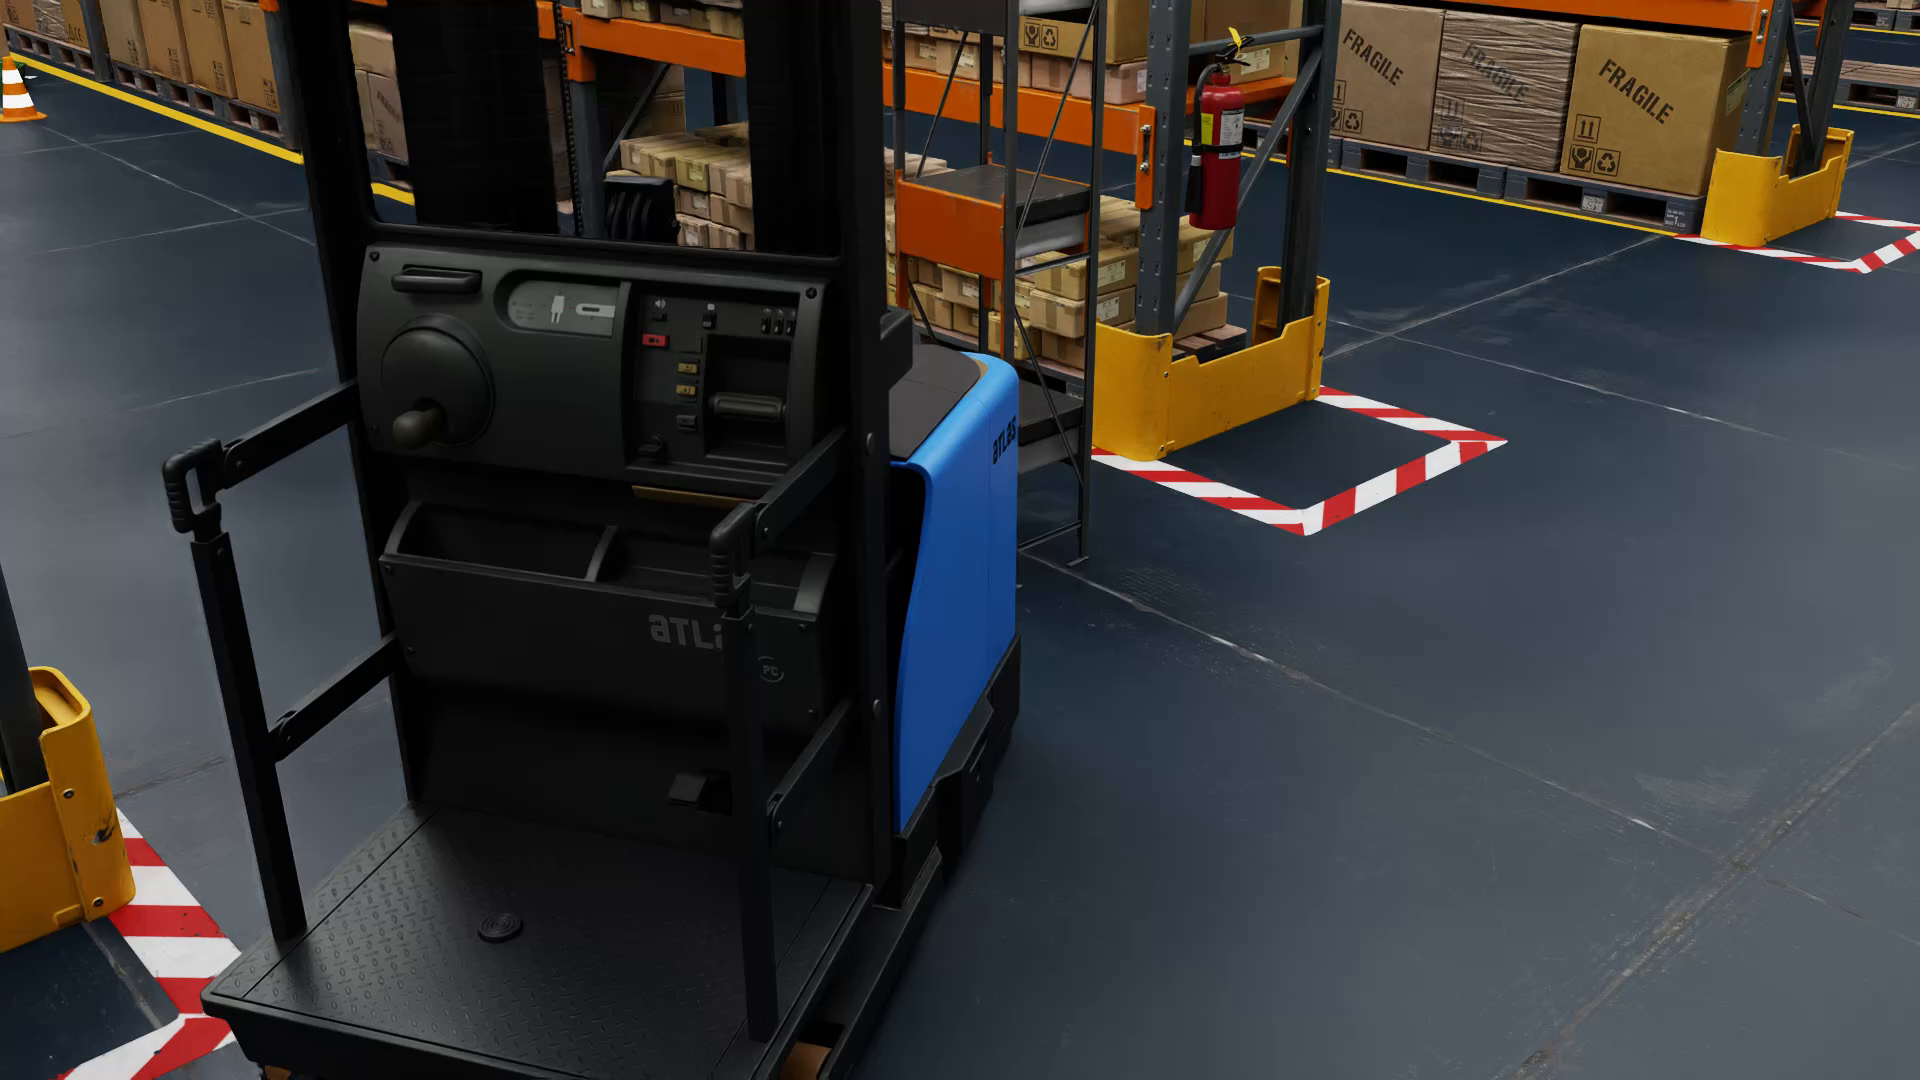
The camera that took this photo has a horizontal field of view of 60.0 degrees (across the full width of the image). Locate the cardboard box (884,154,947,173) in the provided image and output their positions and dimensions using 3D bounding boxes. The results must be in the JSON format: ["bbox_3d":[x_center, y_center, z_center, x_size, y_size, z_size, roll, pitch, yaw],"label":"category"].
[{"bbox_3d":[-0.285,-1.818,8.333,0.250,0.149,0.380,22,33,40],"label":"cardboard box"}]

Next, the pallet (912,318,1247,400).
[{"bbox_3d":[0.489,-0.860,7.381,1.003,0.211,1.213,-21,32,-38],"label":"pallet"}]

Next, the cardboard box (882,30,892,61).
[{"bbox_3d":[-0.175,-2.169,7.193,0.250,0.149,0.380,22,33,40],"label":"cardboard box"}]

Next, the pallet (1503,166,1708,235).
[{"bbox_3d":[4.157,-2.177,10.268,1.003,0.211,1.213,-21,32,-38],"label":"pallet"}]

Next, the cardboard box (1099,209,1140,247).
[{"bbox_3d":[0.684,-1.319,7.238,0.380,0.149,0.250,-21,32,-38],"label":"cardboard box"}]

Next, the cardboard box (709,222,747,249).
[{"bbox_3d":[-1.049,-1.550,8.462,0.380,0.149,0.250,-22,33,-39],"label":"cardboard box"}]

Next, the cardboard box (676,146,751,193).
[{"bbox_3d":[-1.225,-1.900,8.513,0.380,0.149,0.250,-22,32,-39],"label":"cardboard box"}]

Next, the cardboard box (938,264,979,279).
[{"bbox_3d":[0.124,-1.237,7.061,0.380,0.149,0.250,-22,33,-40],"label":"cardboard box"}]

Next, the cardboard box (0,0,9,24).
[{"bbox_3d":[-9.354,-5.735,16.760,0.875,0.875,0.875,-21,32,-38],"label":"cardboard box"}]

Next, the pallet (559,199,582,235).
[{"bbox_3d":[-2.197,-2.028,9.941,1.003,0.211,1.213,-21,32,-38],"label":"pallet"}]

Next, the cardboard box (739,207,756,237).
[{"bbox_3d":[-0.865,-1.603,8.219,0.380,0.149,0.250,-19,31,-36],"label":"cardboard box"}]

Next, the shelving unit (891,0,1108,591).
[{"bbox_3d":[0.113,-0.905,5.204,0.431,2.100,0.503,-21,32,-38],"label":"shelving unit"}]

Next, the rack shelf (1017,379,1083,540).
[{"bbox_3d":[0.113,-0.256,5.500,0.431,0.518,0.480,-21,32,-38],"label":"rack shelf"}]

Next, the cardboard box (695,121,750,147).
[{"bbox_3d":[-1.230,-2.192,9.153,0.380,0.149,0.250,-20,31,-37],"label":"cardboard box"}]

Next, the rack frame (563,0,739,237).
[{"bbox_3d":[-1.663,-3.061,8.846,1.000,3.000,0.127,-21,32,-38],"label":"rack frame"}]

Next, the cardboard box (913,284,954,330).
[{"bbox_3d":[0.013,-1.069,7.407,0.380,0.149,0.250,-21,32,-38],"label":"cardboard box"}]

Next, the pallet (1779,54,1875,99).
[{"bbox_3d":[7.011,-3.993,14.248,1.003,0.211,1.213,-21,32,-38],"label":"pallet"}]

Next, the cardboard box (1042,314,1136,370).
[{"bbox_3d":[0.559,-0.844,6.914,0.380,0.149,0.250,-21,32,-38],"label":"cardboard box"}]

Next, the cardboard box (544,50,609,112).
[{"bbox_3d":[-2.357,-2.610,9.460,0.500,0.250,0.500,-22,33,-40],"label":"cardboard box"}]

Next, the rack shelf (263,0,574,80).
[{"bbox_3d":[-3.030,-3.340,10.324,1.077,0.370,4.000,-21,32,-38],"label":"rack shelf"}]

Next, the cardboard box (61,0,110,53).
[{"bbox_3d":[-7.510,-4.920,14.974,0.875,0.875,0.875,-21,32,-38],"label":"cardboard box"}]

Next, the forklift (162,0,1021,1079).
[{"bbox_3d":[-0.748,-0.294,2.863,1.130,2.935,3.031,7,25,15],"label":"forklift"}]

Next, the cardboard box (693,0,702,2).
[{"bbox_3d":[-1.165,-2.873,7.954,0.500,0.500,0.500,-21,32,-38],"label":"cardboard box"}]

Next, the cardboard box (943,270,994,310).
[{"bbox_3d":[0.145,-1.115,7.150,0.250,0.149,0.380,22,33,40],"label":"cardboard box"}]

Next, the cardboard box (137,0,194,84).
[{"bbox_3d":[-5.985,-4.197,13.540,1.050,0.750,0.750,-21,32,-38],"label":"cardboard box"}]

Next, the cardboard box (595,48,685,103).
[{"bbox_3d":[-1.976,-2.755,9.777,0.500,0.250,0.500,22,33,39],"label":"cardboard box"}]

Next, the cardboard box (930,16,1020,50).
[{"bbox_3d":[0.227,-2.251,6.591,0.500,0.500,0.500,-22,32,-39],"label":"cardboard box"}]

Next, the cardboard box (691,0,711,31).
[{"bbox_3d":[-1.076,-2.561,8.053,0.250,0.149,0.380,22,33,39],"label":"cardboard box"}]

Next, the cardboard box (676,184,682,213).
[{"bbox_3d":[-1.411,-1.839,8.737,0.380,0.149,0.250,-21,32,-38],"label":"cardboard box"}]

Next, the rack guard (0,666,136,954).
[{"bbox_3d":[-2.457,0.730,3.548,1.175,0.500,0.348,-21,32,-38],"label":"rack guard"}]

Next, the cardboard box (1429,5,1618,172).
[{"bbox_3d":[3.642,-2.897,10.541,0.875,0.875,0.875,-21,32,-38],"label":"cardboard box"}]

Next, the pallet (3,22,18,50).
[{"bbox_3d":[-9.262,-5.208,16.912,1.003,0.211,1.213,-21,32,-38],"label":"pallet"}]

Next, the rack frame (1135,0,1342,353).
[{"bbox_3d":[1.071,-1.849,6.190,1.000,3.000,0.127,-21,32,-38],"label":"rack frame"}]

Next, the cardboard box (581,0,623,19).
[{"bbox_3d":[-1.709,-2.768,8.507,0.380,0.149,0.250,-20,31,-37],"label":"cardboard box"}]

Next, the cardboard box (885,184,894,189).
[{"bbox_3d":[-0.530,-1.582,7.816,0.380,0.149,0.250,-21,32,-38],"label":"cardboard box"}]

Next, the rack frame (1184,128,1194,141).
[{"bbox_3d":[2.026,-4.438,11.864,1.000,3.000,0.127,-21,32,-38],"label":"rack frame"}]

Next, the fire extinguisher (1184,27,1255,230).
[{"bbox_3d":[0.906,-1.437,5.829,0.296,0.674,0.183,-21,32,-38],"label":"fire extinguisher"}]

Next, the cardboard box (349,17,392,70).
[{"bbox_3d":[-3.756,-3.237,10.834,0.500,0.250,0.500,-22,32,-39],"label":"cardboard box"}]

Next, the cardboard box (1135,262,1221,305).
[{"bbox_3d":[0.900,-1.110,7.140,0.380,0.149,0.250,-20,31,-36],"label":"cardboard box"}]

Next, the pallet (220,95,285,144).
[{"bbox_3d":[-4.881,-3.265,12.652,1.003,0.211,1.213,-21,32,-38],"label":"pallet"}]

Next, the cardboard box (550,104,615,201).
[{"bbox_3d":[-2.353,-2.268,9.613,0.500,0.500,0.500,-22,32,-39],"label":"cardboard box"}]

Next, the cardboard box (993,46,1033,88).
[{"bbox_3d":[0.316,-1.911,6.628,0.380,0.149,0.250,-22,32,-39],"label":"cardboard box"}]

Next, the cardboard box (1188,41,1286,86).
[{"bbox_3d":[1.088,-1.926,6.661,0.380,0.149,0.250,-22,32,-39],"label":"cardboard box"}]

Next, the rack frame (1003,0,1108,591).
[{"bbox_3d":[0.280,-0.831,5.042,0.400,2.100,0.015,-21,32,-38],"label":"rack frame"}]
